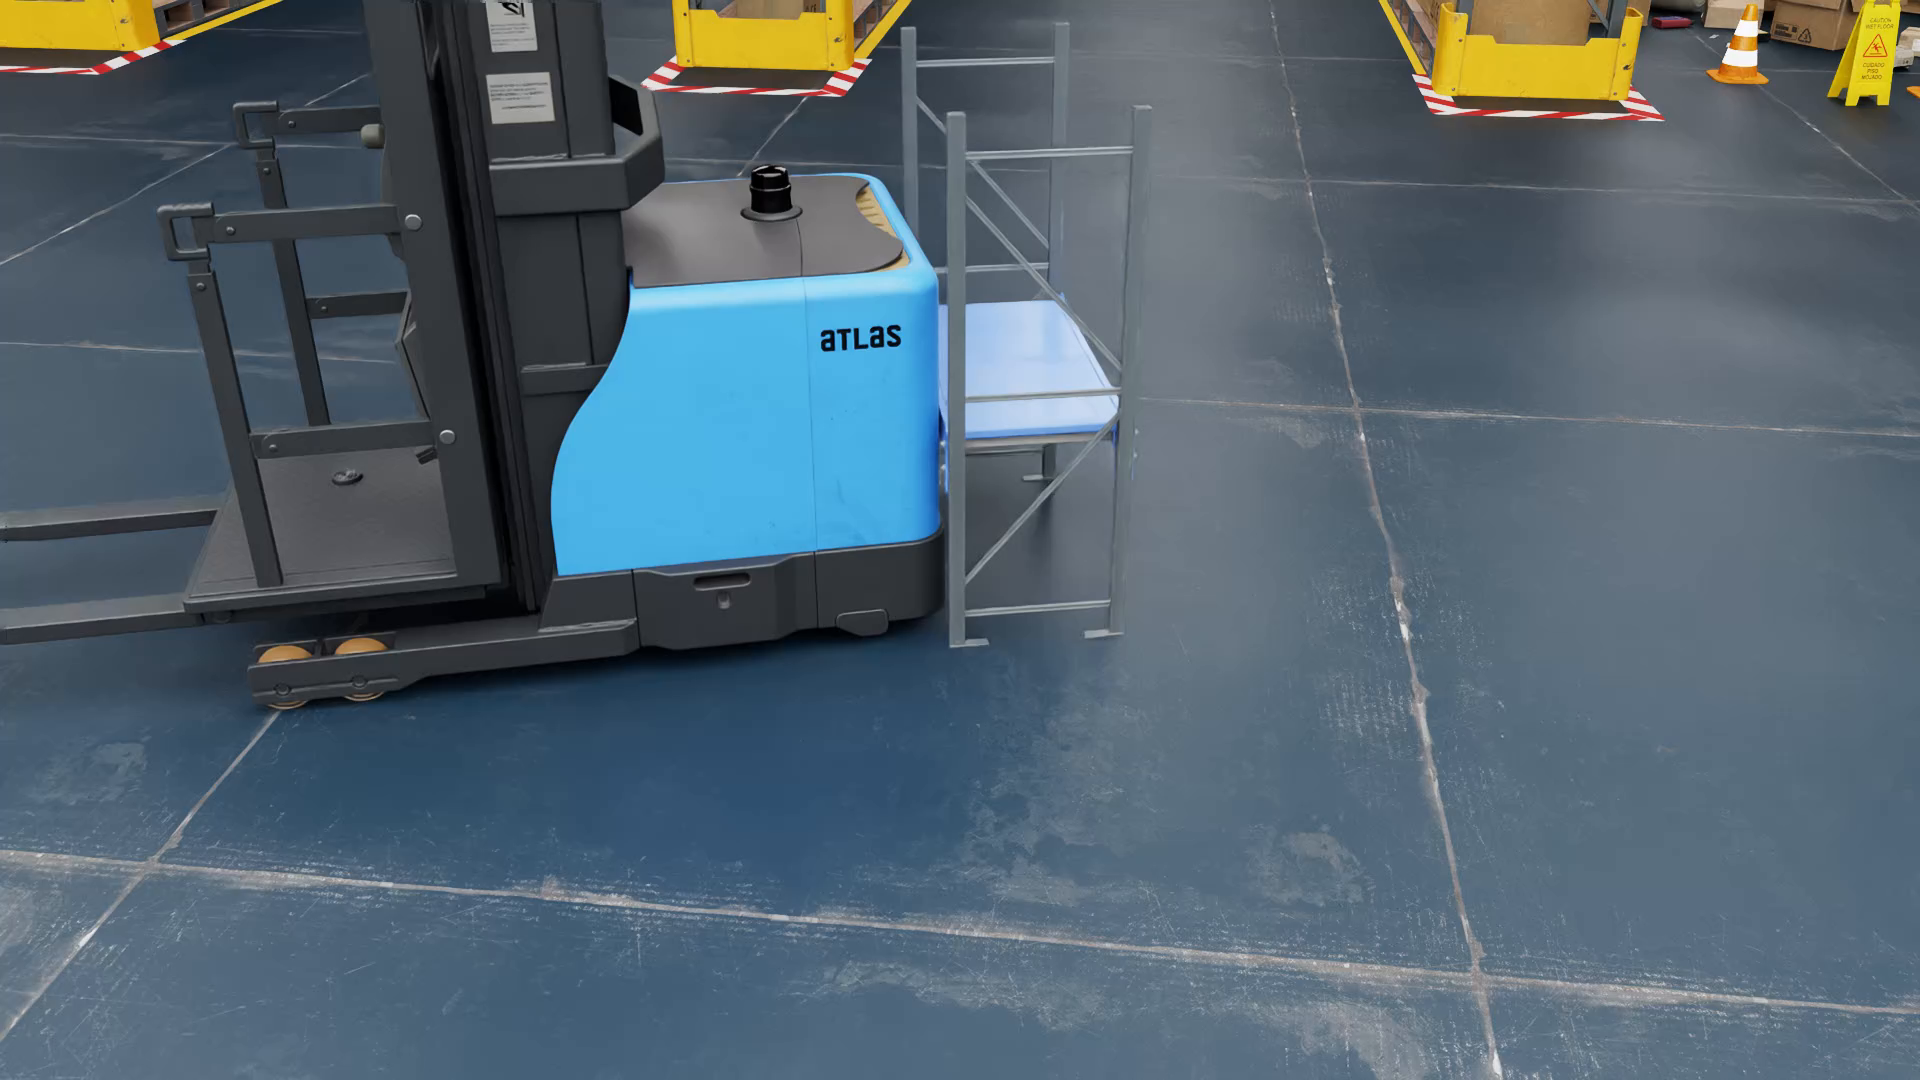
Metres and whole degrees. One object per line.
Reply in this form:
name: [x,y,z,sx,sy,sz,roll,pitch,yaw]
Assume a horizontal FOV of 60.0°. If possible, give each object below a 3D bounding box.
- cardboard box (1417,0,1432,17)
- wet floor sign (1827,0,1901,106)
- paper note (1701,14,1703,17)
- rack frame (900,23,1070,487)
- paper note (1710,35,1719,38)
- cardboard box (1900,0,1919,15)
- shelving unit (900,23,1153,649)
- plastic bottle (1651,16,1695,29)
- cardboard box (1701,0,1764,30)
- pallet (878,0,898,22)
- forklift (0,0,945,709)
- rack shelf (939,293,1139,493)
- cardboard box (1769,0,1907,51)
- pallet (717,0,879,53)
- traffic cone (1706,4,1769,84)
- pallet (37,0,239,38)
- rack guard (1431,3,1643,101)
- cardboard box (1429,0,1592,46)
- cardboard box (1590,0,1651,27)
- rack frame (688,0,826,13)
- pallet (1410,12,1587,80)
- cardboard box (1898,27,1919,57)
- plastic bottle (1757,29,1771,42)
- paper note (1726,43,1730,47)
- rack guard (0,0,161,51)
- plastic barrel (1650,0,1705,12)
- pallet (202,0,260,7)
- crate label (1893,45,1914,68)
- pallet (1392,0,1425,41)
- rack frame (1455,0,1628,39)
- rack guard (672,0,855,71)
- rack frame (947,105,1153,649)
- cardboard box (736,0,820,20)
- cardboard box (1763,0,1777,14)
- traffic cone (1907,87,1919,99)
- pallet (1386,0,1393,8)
cardboard box: [3.716,-4.153,11.594,0.875,0.875,0.875,3,28,5]
wet floor sign: [5.554,-3.001,10.140,0.267,0.644,0.232,-1,28,-3]
paper note: [5.732,-3.993,12.638,0.172,0.023,0.155,14,31,24]
rack frame: [0.075,-0.854,5.254,0.500,1.500,0.032,-4,29,-7]
paper note: [5.426,-3.623,11.964,0.032,0.001,0.123,20,34,32]
cardboard box: [7.526,-4.284,12.673,0.500,0.500,0.500,-24,36,-37]
shelving unit: [0.146,-0.615,4.811,0.538,1.500,1.048,-4,29,-7]
plastic bottle: [5.274,-3.825,12.286,0.283,0.061,0.133,-6,29,-11]
cardboard box: [5.700,-3.929,12.264,0.396,0.266,0.258,8,29,15]
pallet: [-1.022,-4.263,12.941,1.003,0.211,1.213,3,28,6]
forklift: [-1.614,-1.115,4.228,3.031,2.935,1.130,-6,29,-10]
rack shelf: [0.146,-0.457,4.896,0.538,0.185,1.000,-4,29,-7]
cardboard box: [6.220,-3.801,11.775,0.797,0.503,0.637,-17,33,-29]
pallet: [-1.174,-3.691,11.878,1.003,0.211,1.213,3,28,6]
traffic cone: [5.067,-3.217,10.733,0.336,0.463,0.334,3,28,6]
pallet: [-6.166,-3.983,12.421,1.003,0.211,1.213,3,28,6]
rack guard: [3.589,-3.055,10.393,1.175,0.500,0.348,3,28,6]
cardboard box: [3.610,-3.739,10.825,0.875,0.875,0.875,4,29,6]
cardboard box: [4.911,-4.160,12.441,0.500,0.500,0.500,8,29,15]
rack frame: [-1.318,-4.502,10.444,1.000,3.000,0.127,3,28,6]
pallet: [3.613,-3.320,11.189,1.003,0.211,1.213,3,28,6]
cardboard box: [6.673,-3.405,11.414,0.380,0.149,0.250,20,34,32]
plastic bottle: [5.665,-3.628,11.920,0.133,0.061,0.283,-6,29,-11]
paper note: [5.464,-3.478,11.676,0.144,0.017,0.142,14,31,24]
rack guard: [-6.271,-3.728,11.643,1.175,0.500,0.348,3,28,6]
plastic barrel: [5.466,-4.292,12.770,0.421,0.421,0.512,-24,36,-37]
pallet: [-6.014,-4.556,13.484,1.003,0.211,1.213,3,28,6]
crate label: [6.181,-3.222,11.085,0.250,0.136,0.298,-11,30,-20]
pallet: [3.765,-3.892,12.252,1.003,0.211,1.213,3,28,6]
rack frame: [3.592,-4.166,9.821,1.000,3.000,0.127,3,28,6]
rack guard: [-1.309,-3.437,11.103,1.175,0.500,0.348,3,28,6]
rack frame: [0.217,-0.377,4.368,0.500,1.500,0.032,-4,29,-7]
cardboard box: [-1.225,-3.880,11.481,0.500,0.500,0.500,9,30,16]
cardboard box: [6.326,-4.302,12.561,0.797,0.637,0.503,3,28,6]
traffic cone: [6.147,-2.991,10.314,0.336,0.463,0.334,3,28,6]
pallet: [3.912,-4.468,13.321,1.003,0.211,1.213,3,28,6]
